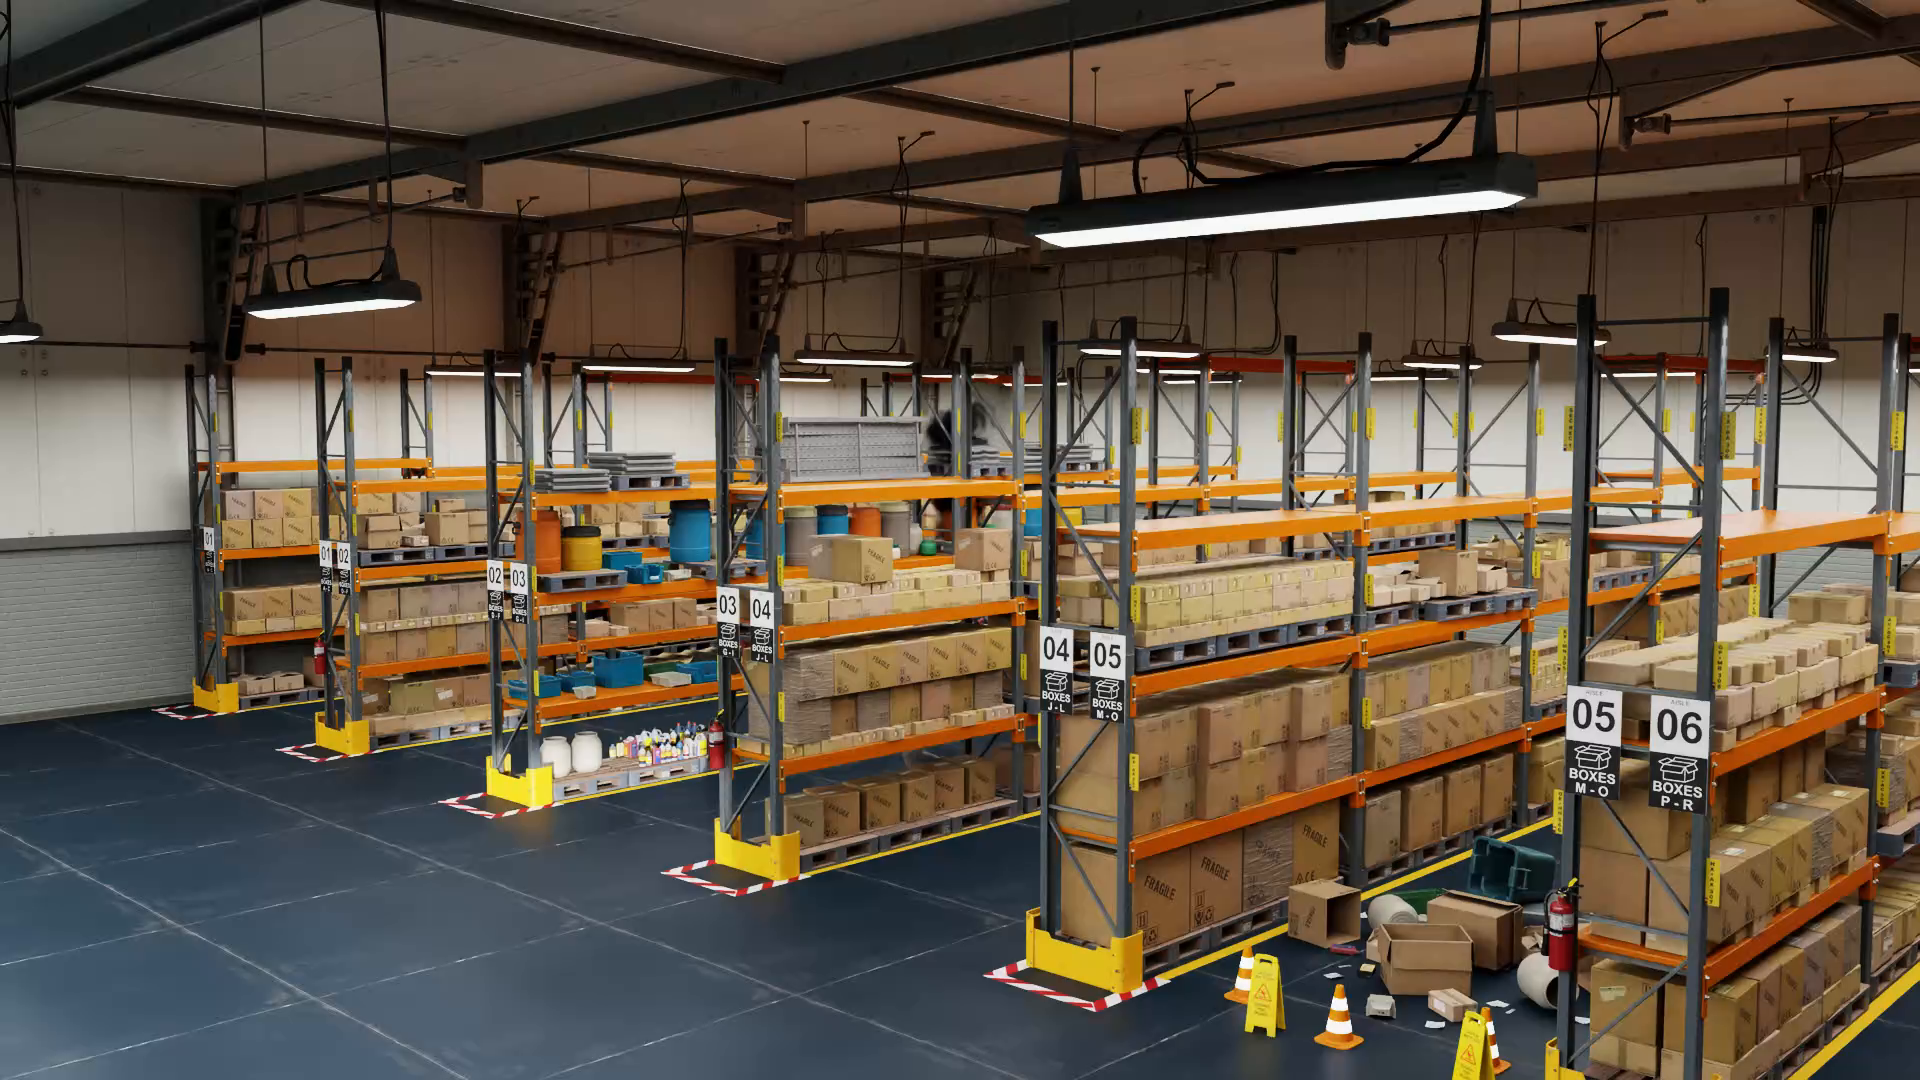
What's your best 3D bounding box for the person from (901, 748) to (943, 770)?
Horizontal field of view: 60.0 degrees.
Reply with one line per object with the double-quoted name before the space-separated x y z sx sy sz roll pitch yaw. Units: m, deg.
"person" -0.555 2.567 23.127 0.612 1.652 0.576 -4 6 -43
